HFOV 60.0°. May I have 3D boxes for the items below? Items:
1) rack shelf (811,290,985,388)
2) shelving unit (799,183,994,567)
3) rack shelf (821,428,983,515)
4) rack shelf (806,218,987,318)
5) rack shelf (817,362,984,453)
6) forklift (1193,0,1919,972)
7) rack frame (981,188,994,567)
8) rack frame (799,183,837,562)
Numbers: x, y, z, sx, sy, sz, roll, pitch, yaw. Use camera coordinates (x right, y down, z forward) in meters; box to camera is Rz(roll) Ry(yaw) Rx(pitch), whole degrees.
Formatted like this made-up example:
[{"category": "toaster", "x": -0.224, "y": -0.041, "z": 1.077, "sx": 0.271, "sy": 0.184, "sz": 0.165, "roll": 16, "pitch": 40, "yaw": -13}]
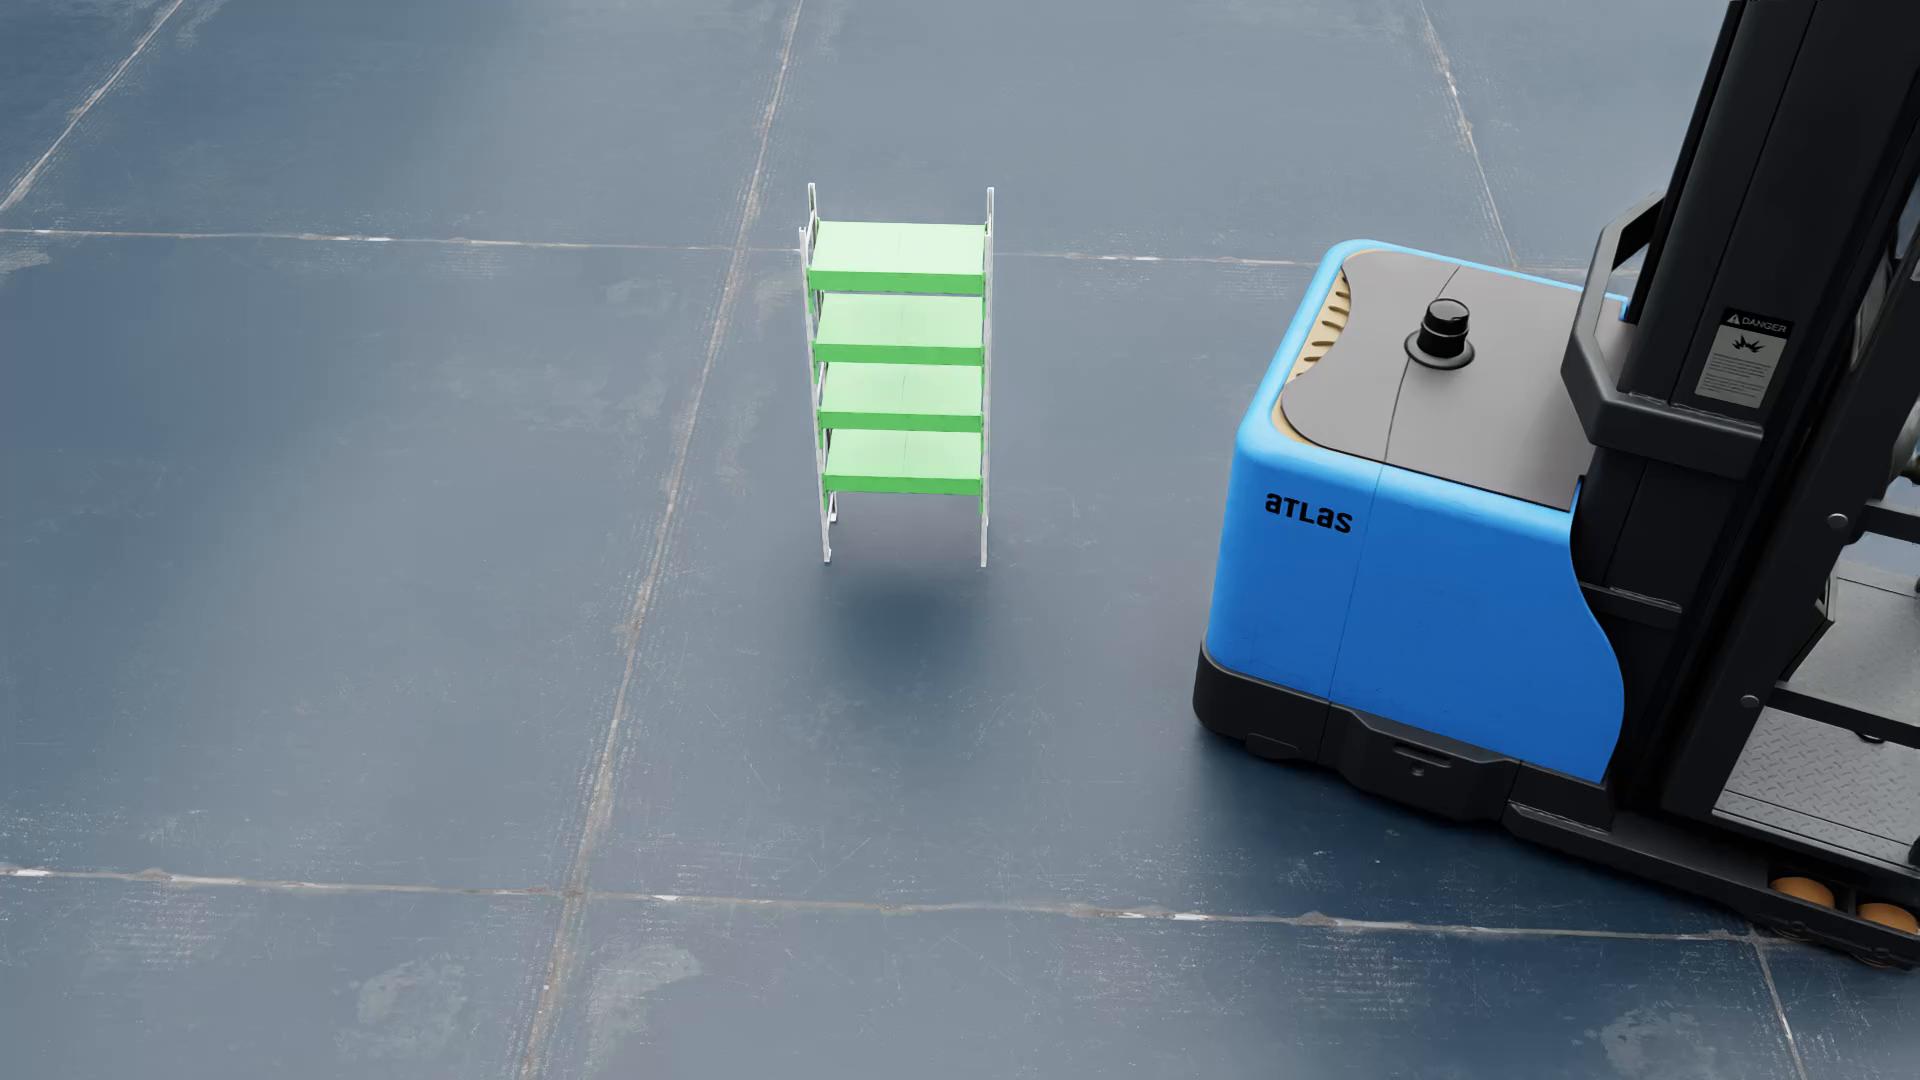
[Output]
[{"category": "rack shelf", "x": -0.165, "y": -0.573, "z": 4.726, "sx": 0.480, "sy": 0.148, "sz": 0.258, "roll": 2, "pitch": 43, "yaw": 2}, {"category": "shelving unit", "x": -0.165, "y": -0.444, "z": 4.846, "sx": 0.503, "sy": 1.200, "sz": 0.258, "roll": 2, "pitch": 43, "yaw": 2}, {"category": "rack shelf", "x": -0.165, "y": -0.222, "z": 5.054, "sx": 0.480, "sy": 0.148, "sz": 0.258, "roll": 2, "pitch": 43, "yaw": 2}, {"category": "rack shelf", "x": -0.165, "y": -0.749, "z": 4.563, "sx": 0.480, "sy": 0.148, "sz": 0.258, "roll": 2, "pitch": 43, "yaw": 2}, {"category": "rack shelf", "x": -0.165, "y": -0.397, "z": 4.890, "sx": 0.480, "sy": 0.148, "sz": 0.258, "roll": 2, "pitch": 43, "yaw": 2}, {"category": "forklift", "x": 2.214, "y": -0.432, "z": 3.563, "sx": 3.031, "sy": 2.935, "sz": 1.130, "roll": 17, "pitch": 45, "yaw": 17}, {"category": "rack frame", "x": 0.078, "y": -0.437, "z": 4.838, "sx": 0.015, "sy": 1.200, "sz": 0.240, "roll": 2, "pitch": 43, "yaw": 2}, {"category": "rack frame", "x": -0.409, "y": -0.452, "z": 4.855, "sx": 0.015, "sy": 1.200, "sz": 0.240, "roll": 2, "pitch": 43, "yaw": 2}]
